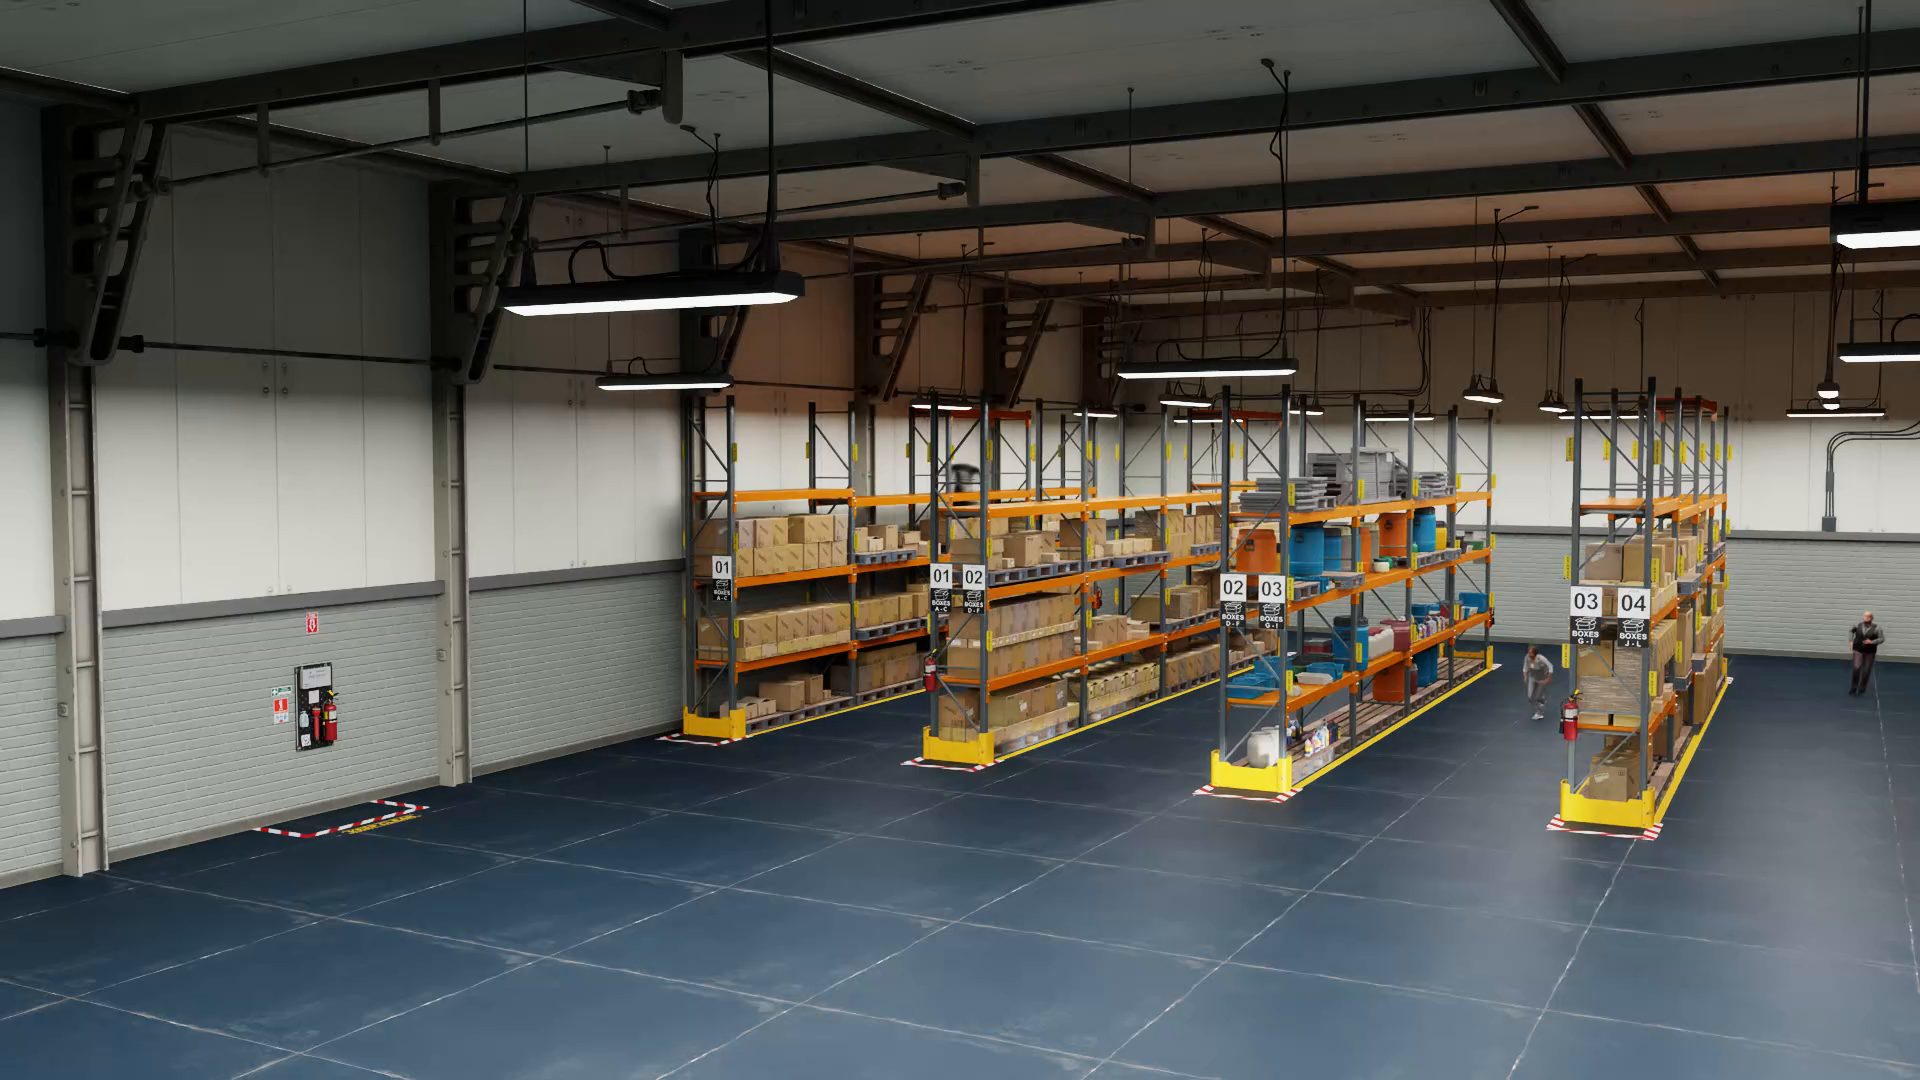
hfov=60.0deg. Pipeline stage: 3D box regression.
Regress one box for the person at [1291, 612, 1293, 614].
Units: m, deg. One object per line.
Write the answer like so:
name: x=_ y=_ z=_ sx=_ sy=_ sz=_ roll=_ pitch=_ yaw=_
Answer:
person: x=8.397 y=1.964 z=43.172 sx=0.700 sy=1.547 sz=0.832 roll=0 pitch=3 yaw=-1

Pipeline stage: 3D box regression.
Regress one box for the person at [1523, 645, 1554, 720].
person: x=10.845 y=2.656 z=31.130 sx=0.554 sy=1.423 sz=0.835 roll=2 pitch=4 yaw=38

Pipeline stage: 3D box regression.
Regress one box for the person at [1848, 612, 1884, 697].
person: x=18.649 y=2.392 z=34.226 sx=0.647 sy=1.690 sz=0.677 roll=2 pitch=3 yaw=30
